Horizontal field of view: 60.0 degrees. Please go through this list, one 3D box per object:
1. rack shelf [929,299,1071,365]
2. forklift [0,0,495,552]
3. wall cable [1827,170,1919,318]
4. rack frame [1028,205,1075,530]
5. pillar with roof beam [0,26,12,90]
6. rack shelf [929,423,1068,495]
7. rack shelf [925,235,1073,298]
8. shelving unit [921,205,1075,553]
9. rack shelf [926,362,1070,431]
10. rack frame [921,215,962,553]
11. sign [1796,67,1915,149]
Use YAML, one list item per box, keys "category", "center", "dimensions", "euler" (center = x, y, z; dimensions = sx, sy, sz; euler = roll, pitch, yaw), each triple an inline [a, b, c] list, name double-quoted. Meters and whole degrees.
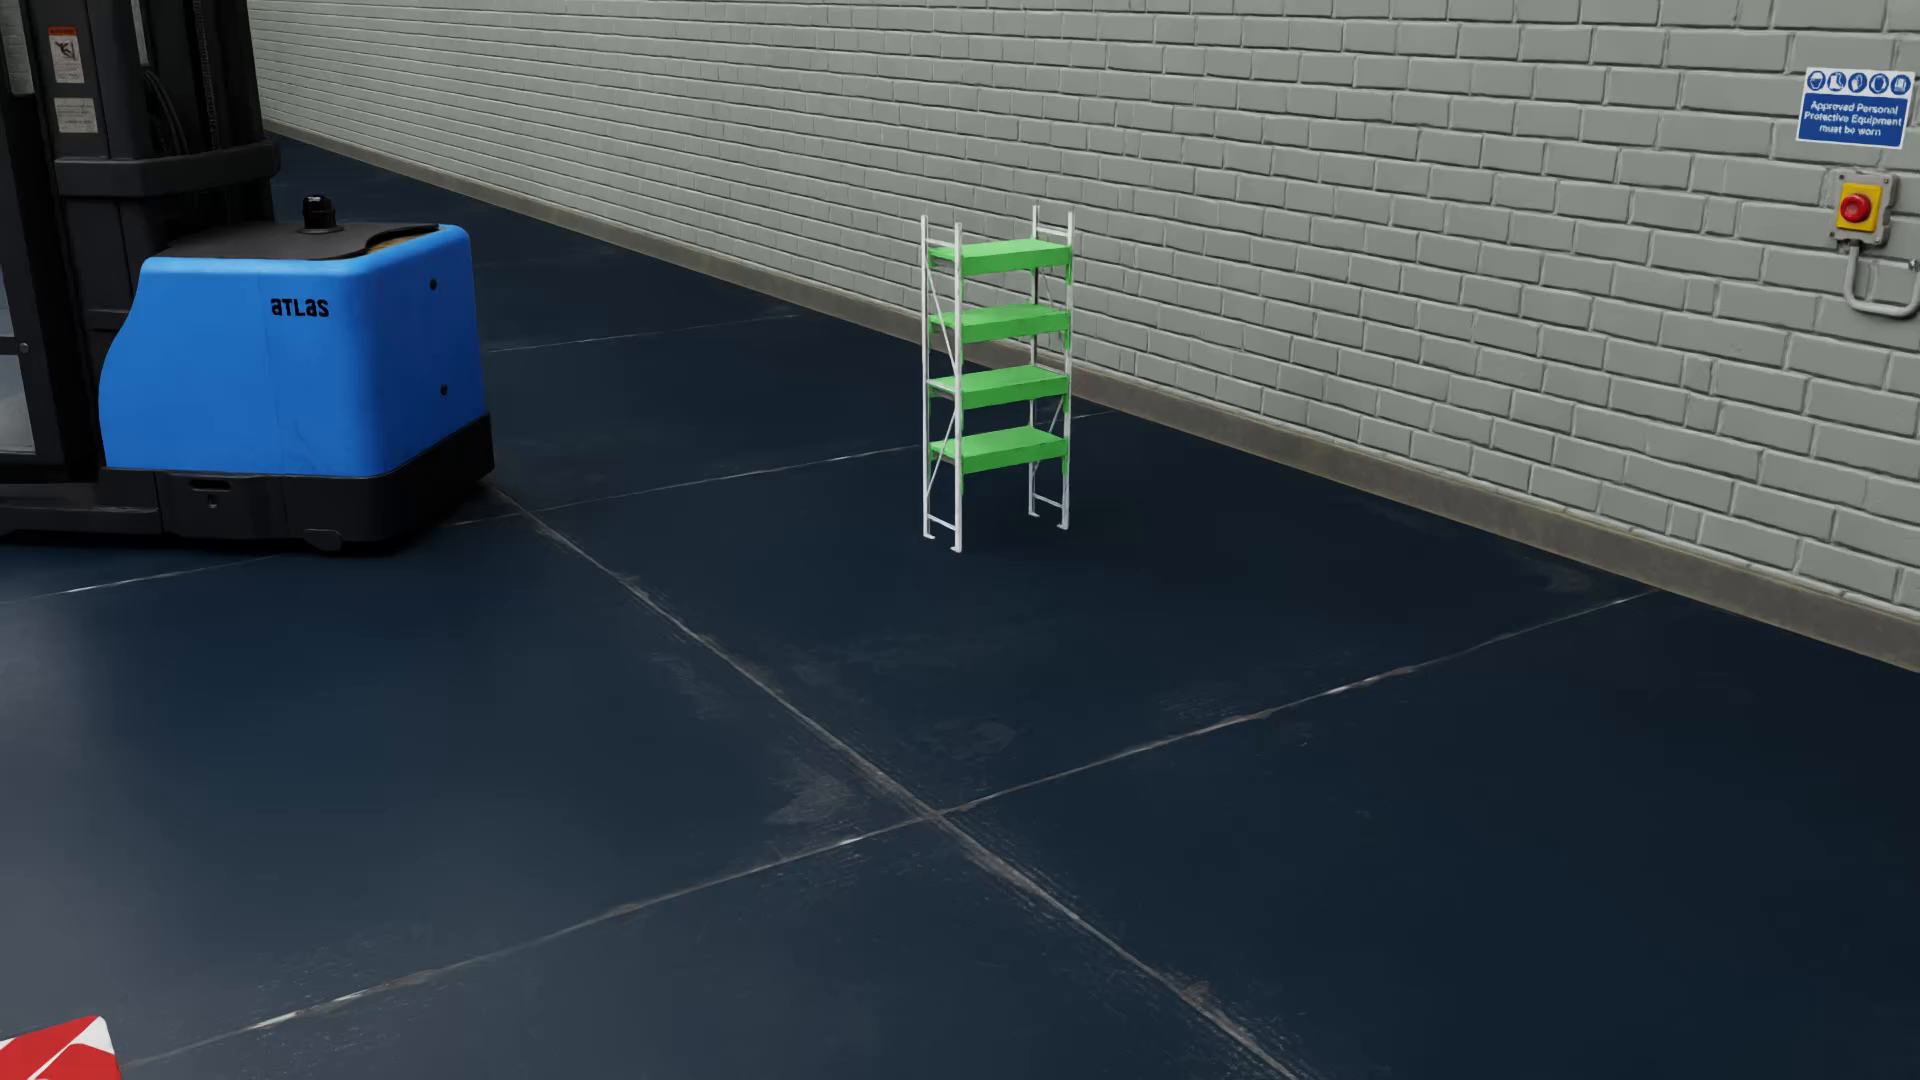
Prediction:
- category: "rack shelf"
  center: [0.138, -0.764, 6.082]
  dimensions: [0.480, 0.148, 0.258]
  euler: [-12, 22, -31]
- category: "forklift"
  center: [-3.487, -1.540, 6.225]
  dimensions: [3.031, 2.935, 1.130]
  euler: [2, 19, 7]
- category: "wall cable"
  center: [2.629, -1.629, 4.743]
  dimensions: [0.123, 1.953, 0.585]
  euler: [-12, 22, -31]
- category: "rack frame"
  center: [0.342, -0.641, 6.266]
  dimensions: [0.015, 1.200, 0.240]
  euler: [-12, 22, -31]
- category: "pillar with roof beam"
  center: [-11.544, -9.156, 19.277]
  dimensions: [0.400, 9.000, 9.100]
  euler: [-12, 22, -31]
- category: "rack shelf"
  center: [0.138, -0.310, 6.236]
  dimensions: [0.480, 0.148, 0.258]
  euler: [-12, 22, -31]
- category: "rack shelf"
  center: [0.138, -0.992, 6.006]
  dimensions: [0.480, 0.148, 0.258]
  euler: [-12, 22, -31]
- category: "shelving unit"
  center: [0.138, -0.598, 6.139]
  dimensions: [0.503, 1.200, 0.258]
  euler: [-12, 22, -31]
- category: "rack shelf"
  center: [0.138, -0.537, 6.159]
  dimensions: [0.480, 0.148, 0.258]
  euler: [-12, 22, -31]
- category: "rack frame"
  center: [-0.066, -0.555, 6.012]
  dimensions: [0.015, 1.200, 0.240]
  euler: [-12, 22, -31]
- category: "sign"
  center: [2.653, -1.284, 4.938]
  dimensions: [0.001, 0.218, 0.327]
  euler: [-12, 22, -31]
